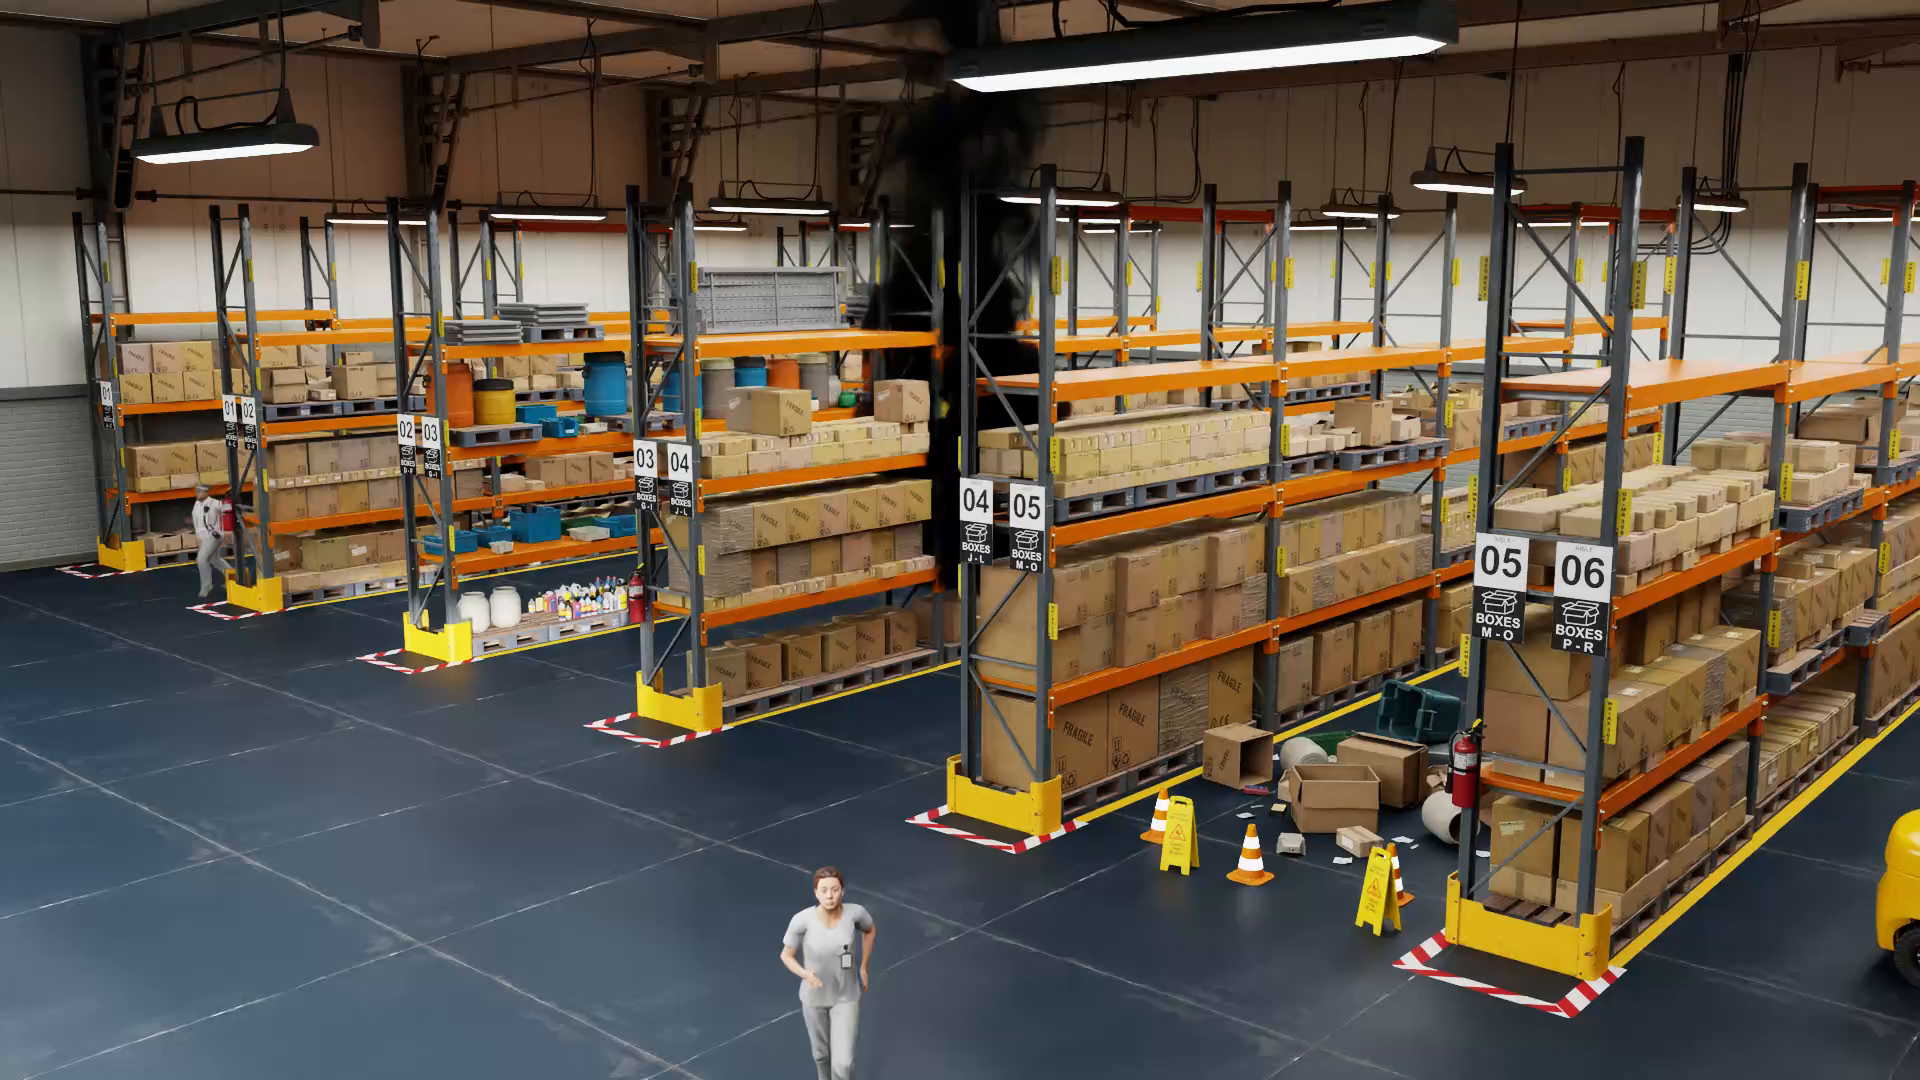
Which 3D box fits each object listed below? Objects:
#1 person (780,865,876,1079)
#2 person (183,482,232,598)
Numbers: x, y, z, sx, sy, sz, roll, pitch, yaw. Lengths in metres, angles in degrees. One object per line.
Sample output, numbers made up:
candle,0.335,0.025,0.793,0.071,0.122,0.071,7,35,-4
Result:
person,-0.777,2.738,9.852,0.552,1.708,0.807,0,9,-1
person,-11.772,-0.020,26.192,0.678,1.832,0.851,7,12,37
